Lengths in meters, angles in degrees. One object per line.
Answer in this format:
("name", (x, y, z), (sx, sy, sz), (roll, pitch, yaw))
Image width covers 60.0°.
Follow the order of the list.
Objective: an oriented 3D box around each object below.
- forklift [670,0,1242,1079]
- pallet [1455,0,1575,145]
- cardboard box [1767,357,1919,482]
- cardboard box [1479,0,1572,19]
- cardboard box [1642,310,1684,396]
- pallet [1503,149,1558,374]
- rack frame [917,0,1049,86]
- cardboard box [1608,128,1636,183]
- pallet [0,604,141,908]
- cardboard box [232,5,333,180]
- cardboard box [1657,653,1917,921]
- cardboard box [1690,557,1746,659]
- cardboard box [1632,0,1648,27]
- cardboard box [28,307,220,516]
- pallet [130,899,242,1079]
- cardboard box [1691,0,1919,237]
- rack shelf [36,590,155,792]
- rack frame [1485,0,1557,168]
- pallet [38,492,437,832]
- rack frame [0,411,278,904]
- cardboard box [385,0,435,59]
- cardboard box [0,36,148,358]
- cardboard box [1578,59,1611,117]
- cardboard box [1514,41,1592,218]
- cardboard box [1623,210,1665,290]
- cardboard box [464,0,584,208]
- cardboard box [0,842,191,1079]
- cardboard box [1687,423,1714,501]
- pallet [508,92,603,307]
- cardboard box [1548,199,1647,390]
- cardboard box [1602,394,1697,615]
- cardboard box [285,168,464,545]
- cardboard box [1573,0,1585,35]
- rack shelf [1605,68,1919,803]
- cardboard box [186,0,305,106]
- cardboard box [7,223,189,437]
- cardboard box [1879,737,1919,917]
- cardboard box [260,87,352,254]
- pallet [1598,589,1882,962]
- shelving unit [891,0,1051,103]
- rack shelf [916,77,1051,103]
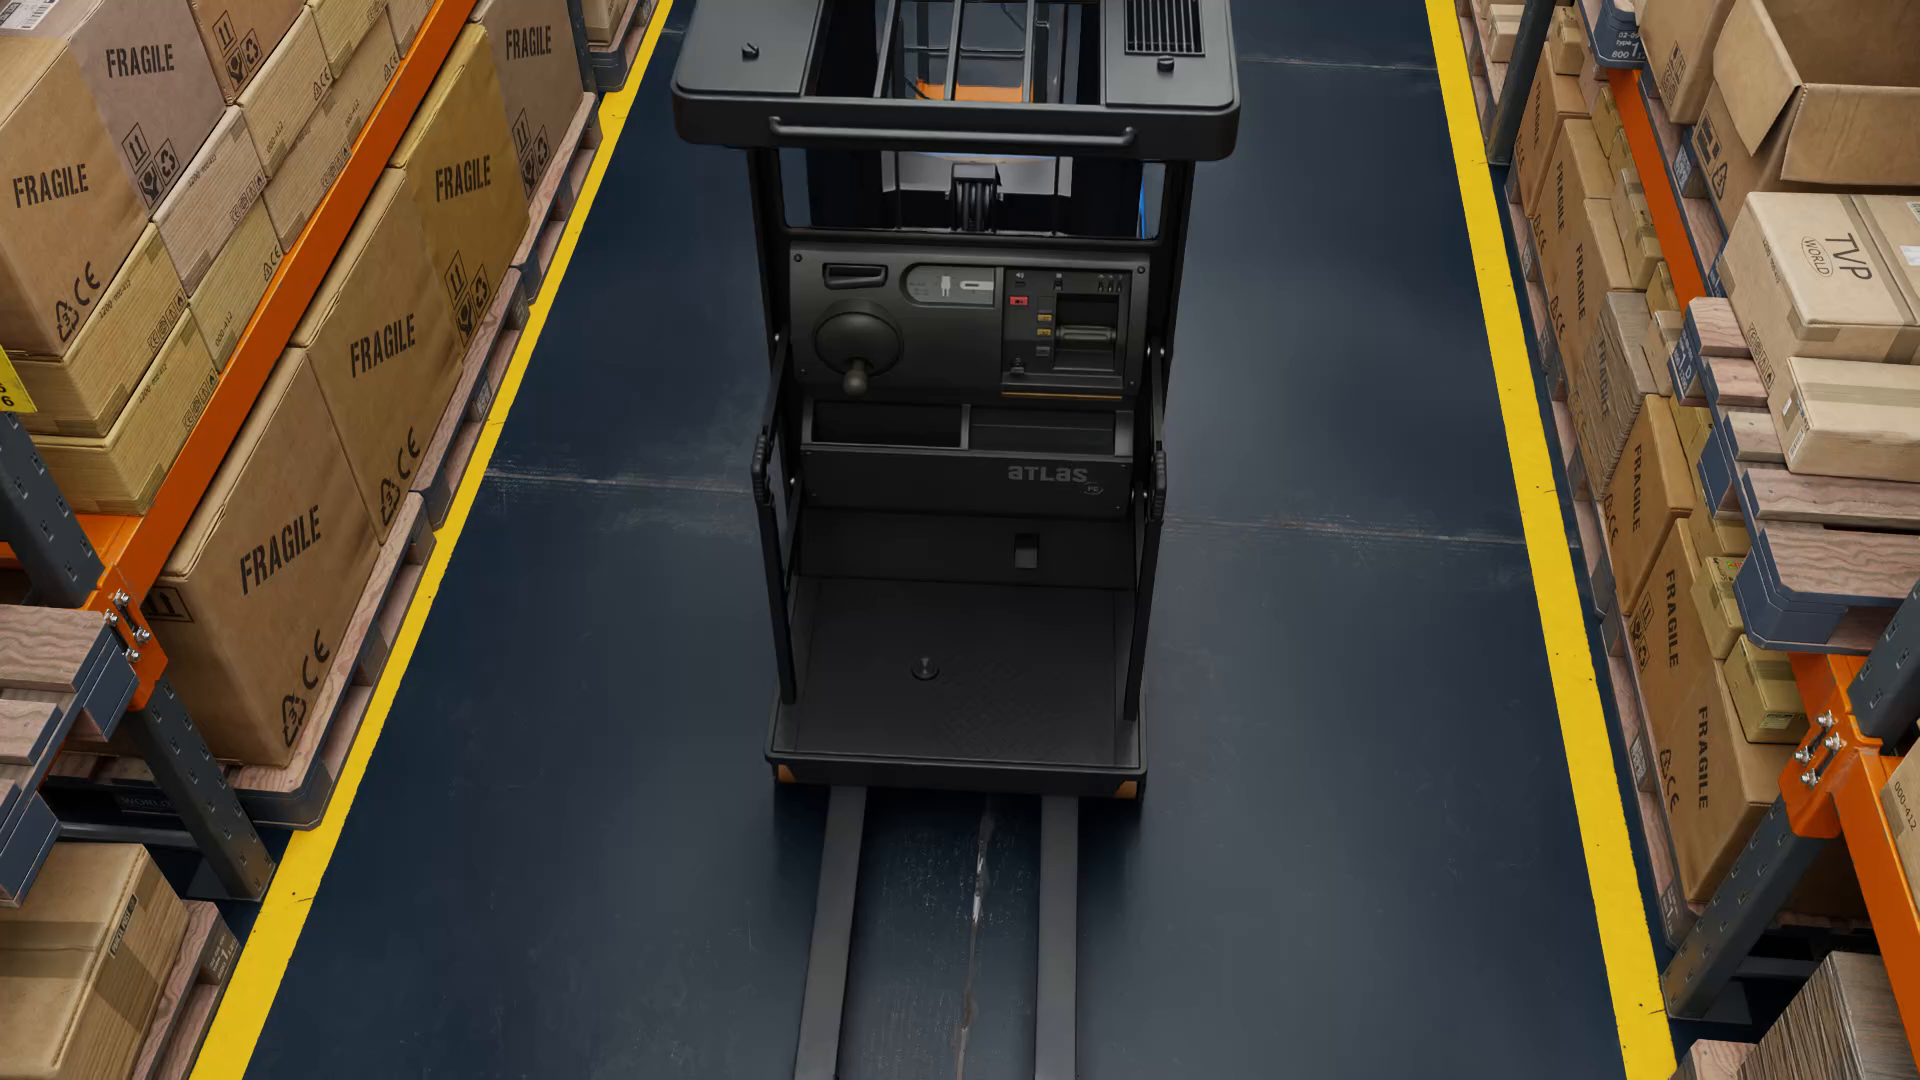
("forklift", (0.012, -0.464, 4.188), (1.130, 2.935, 3.031), (2, 48, 2))
("pallet", (2.867, -2.215, 7.633), (1.003, 0.211, 1.213), (4, 48, 4))
("cardboard box", (2.117, -0.278, 3.857), (0.380, 0.149, 0.250), (5, 48, 4))
("cardboard box", (2.594, -2.562, 7.629), (0.396, 0.266, 0.258), (5, 48, 5))
("cardboard box", (2.381, -0.582, 5.219), (0.380, 0.149, 0.250), (2, 48, 2))
("pallet", (2.767, -1.110, 6.622), (1.003, 0.211, 1.213), (4, 48, 4))
("rack frame", (0.087, -1.871, 6.445), (0.500, 1.500, 0.032), (2, 48, 2))
("cardboard box", (2.534, -1.322, 5.897), (0.380, 0.149, 0.250), (3, 48, 3))
("pallet", (-2.463, 0.552, 3.342), (1.213, 0.211, 1.003), (4, 48, 4))
("cardboard box", (-2.106, -1.262, 4.634), (0.500, 0.250, 0.500), (4, 48, 3))
("cardboard box", (2.264, 0.665, 4.519), (0.500, 0.500, 0.500), (5, 48, 5))
("cardboard box", (2.226, 0.188, 4.515), (0.380, 0.149, 0.250), (2, 48, 2))
("cardboard box", (2.295, -1.753, 5.127), (0.396, 0.266, 0.258), (6, 48, 5))
("cardboard box", (-2.209, -0.335, 4.126), (0.500, 0.250, 0.500), (3, 48, 3))
("pallet", (-2.577, 1.472, 4.261), (1.003, 0.211, 1.213), (4, 48, 4))
("cardboard box", (2.404, -1.101, 4.369), (0.797, 0.503, 0.637), (3, 48, 3))
("rack shelf", (-2.687, 1.669, 2.678), (1.077, 0.370, 4.000), (4, 48, 4))
("rack frame", (2.804, -2.651, 6.142), (1.000, 3.000, 0.127), (4, 48, 4))
("pallet", (-2.357, 0.324, 5.311), (1.003, 0.211, 1.213), (4, 48, 4))
("rack frame", (-2.504, -0.043, 3.757), (1.000, 3.000, 0.127), (4, 48, 4))
("cardboard box", (-2.042, -1.842, 5.503), (0.500, 0.250, 0.500), (3, 48, 2))
("cardboard box", (-2.216, -0.760, 3.667), (0.500, 0.500, 0.500), (2, 48, 2))
("cardboard box", (2.558, -1.714, 6.255), (0.380, 0.149, 0.250), (3, 48, 2))
("cardboard box", (2.535, -1.609, 6.598), (0.500, 0.500, 0.500), (6, 48, 5))
("cardboard box", (2.449, -0.959, 5.564), (0.380, 0.149, 0.250), (5, 48, 5))
("cardboard box", (-2.117, -1.946, 6.653), (0.875, 0.875, 0.875), (5, 48, 5))
("cardboard box", (-2.566, 1.116, 4.192), (0.950, 0.372, 0.625), (1, 48, 1))
("cardboard box", (2.363, -0.193, 4.864), (0.380, 0.149, 0.250), (5, 48, 5))
("pallet", (-2.135, -1.469, 6.951), (1.003, 0.211, 1.213), (4, 48, 4))
("cardboard box", (2.447, -0.851, 5.905), (0.500, 0.500, 0.500), (3, 48, 2))
("cardboard box", (2.365, -0.087, 5.206), (0.500, 0.500, 0.500), (6, 48, 5))
("cardboard box", (-2.273, -0.625, 5.444), (0.875, 0.875, 0.875), (4, 48, 4))
("cardboard box", (2.566, -2.019, 6.332), (0.380, 0.149, 0.250), (3, 48, 3))
("rack shelf", (2.621, -0.939, 5.064), (1.077, 0.370, 4.000), (4, 48, 4))
("cardboard box", (-2.118, -1.505, 4.348), (0.500, 0.500, 0.500), (5, 48, 5))
("cardboard box", (-2.212, -0.517, 3.953), (0.500, 0.250, 0.500), (4, 48, 3))
("cardboard box", (2.155, 0.648, 3.226), (0.500, 0.250, 0.500), (4, 48, 4))
("cardboard box", (-2.126, -1.099, 4.824), (0.500, 0.250, 0.500), (5, 48, 5))
("pallet", (2.545, 0.683, 4.982), (1.003, 0.211, 1.213), (4, 48, 4))
("shelving unit", (0.059, -1.503, 6.108), (0.587, 1.500, 1.083), (2, 48, 2))
("rack shelf", (0.058, -1.375, 6.235), (0.538, 0.185, 1.000), (2, 48, 2))
